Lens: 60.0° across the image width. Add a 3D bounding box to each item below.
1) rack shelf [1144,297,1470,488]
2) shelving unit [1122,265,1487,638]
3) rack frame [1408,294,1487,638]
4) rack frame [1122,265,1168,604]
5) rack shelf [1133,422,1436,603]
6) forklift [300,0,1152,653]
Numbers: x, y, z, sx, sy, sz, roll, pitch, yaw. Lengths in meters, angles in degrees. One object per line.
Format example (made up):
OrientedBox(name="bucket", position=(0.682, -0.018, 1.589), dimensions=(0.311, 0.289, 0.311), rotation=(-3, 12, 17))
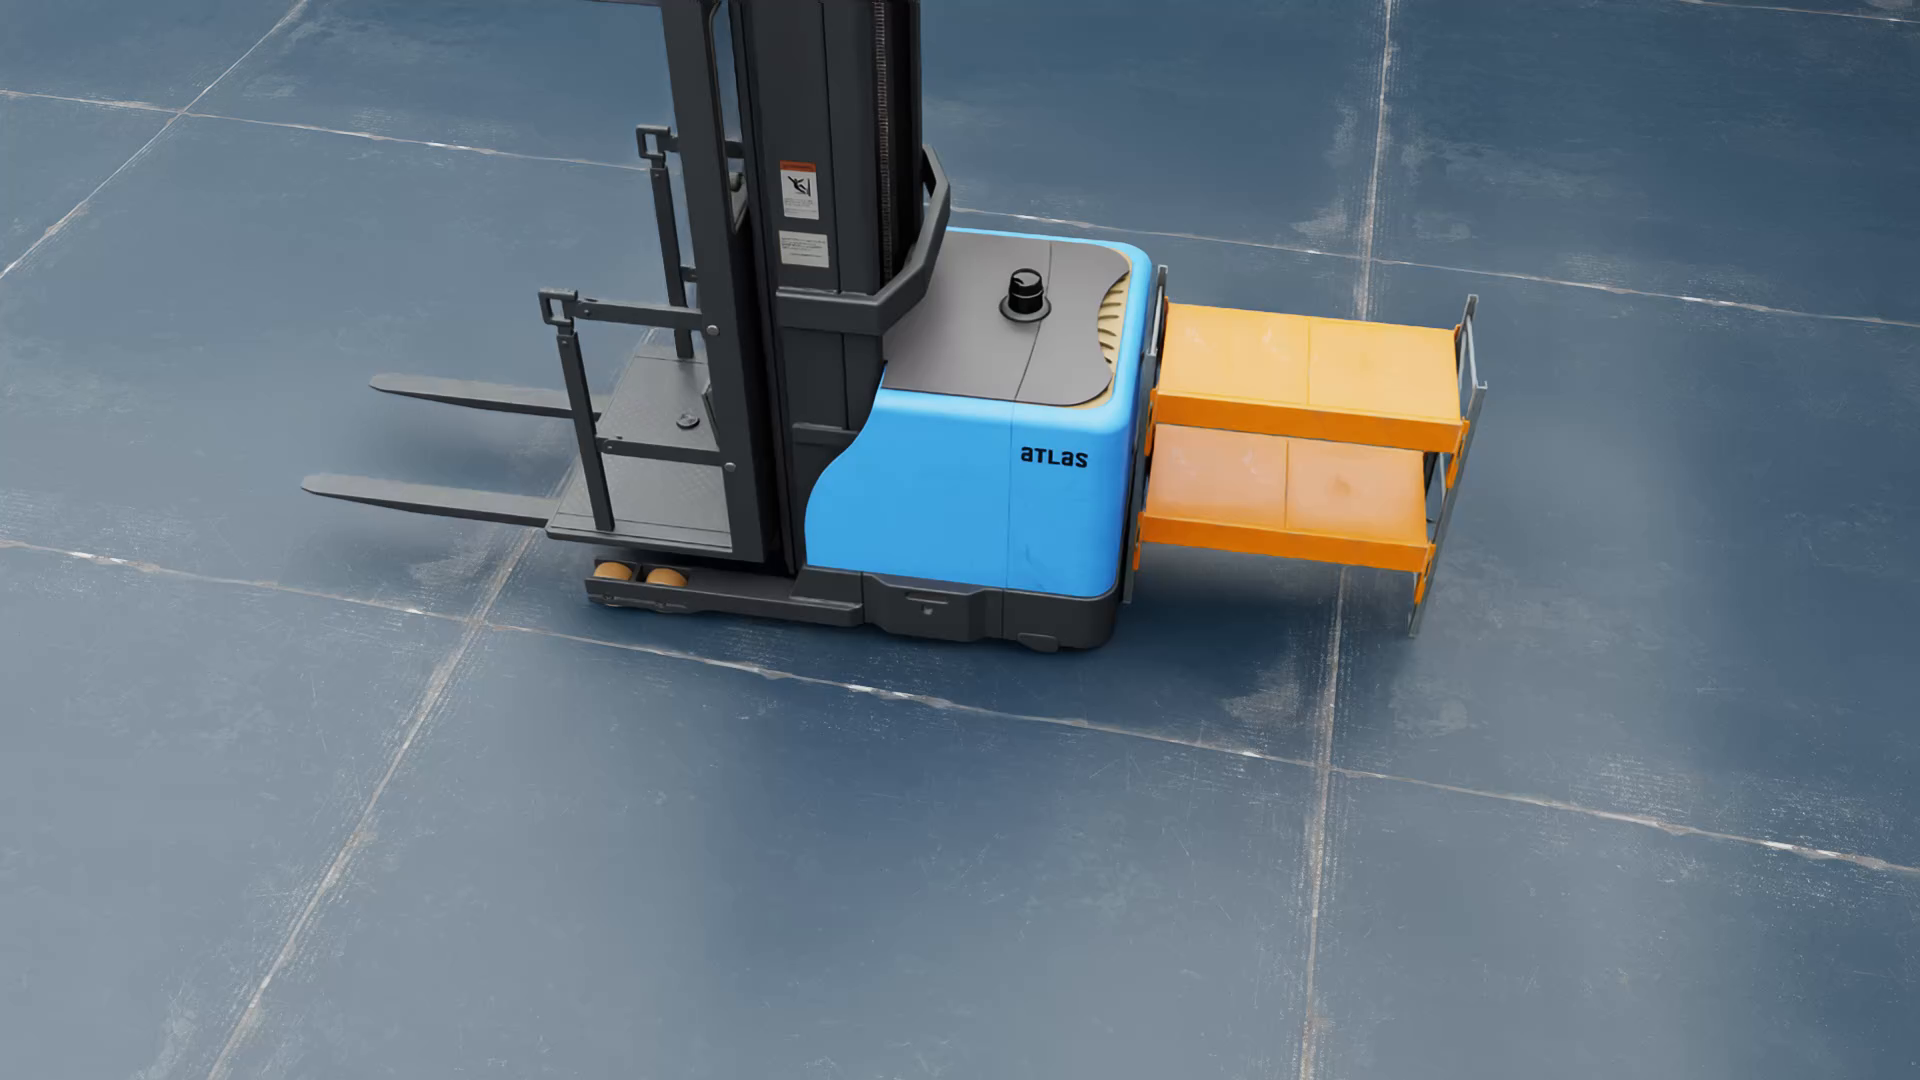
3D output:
OrientedBox(name="rack shelf", position=(1.144, -0.500, 5.536), dimensions=(1.000, 0.278, 0.538), rotation=(7, 44, 7))
OrientedBox(name="shelving unit", position=(1.144, -0.289, 5.739), dimensions=(1.048, 1.125, 0.538), rotation=(7, 44, 7))
OrientedBox(name="rack frame", position=(1.646, -0.231, 5.679), dimensions=(0.032, 1.125, 0.500), rotation=(7, 44, 7))
OrientedBox(name="rack frame", position=(0.643, -0.346, 5.799), dimensions=(0.032, 1.125, 0.500), rotation=(7, 44, 7))
OrientedBox(name="rack shelf", position=(1.144, -0.113, 5.909), dimensions=(1.000, 0.278, 0.538), rotation=(7, 44, 7))
OrientedBox(name="forklift", position=(-0.888, -1.147, 5.328), dimensions=(3.031, 2.935, 1.130), rotation=(7, 44, 7))
